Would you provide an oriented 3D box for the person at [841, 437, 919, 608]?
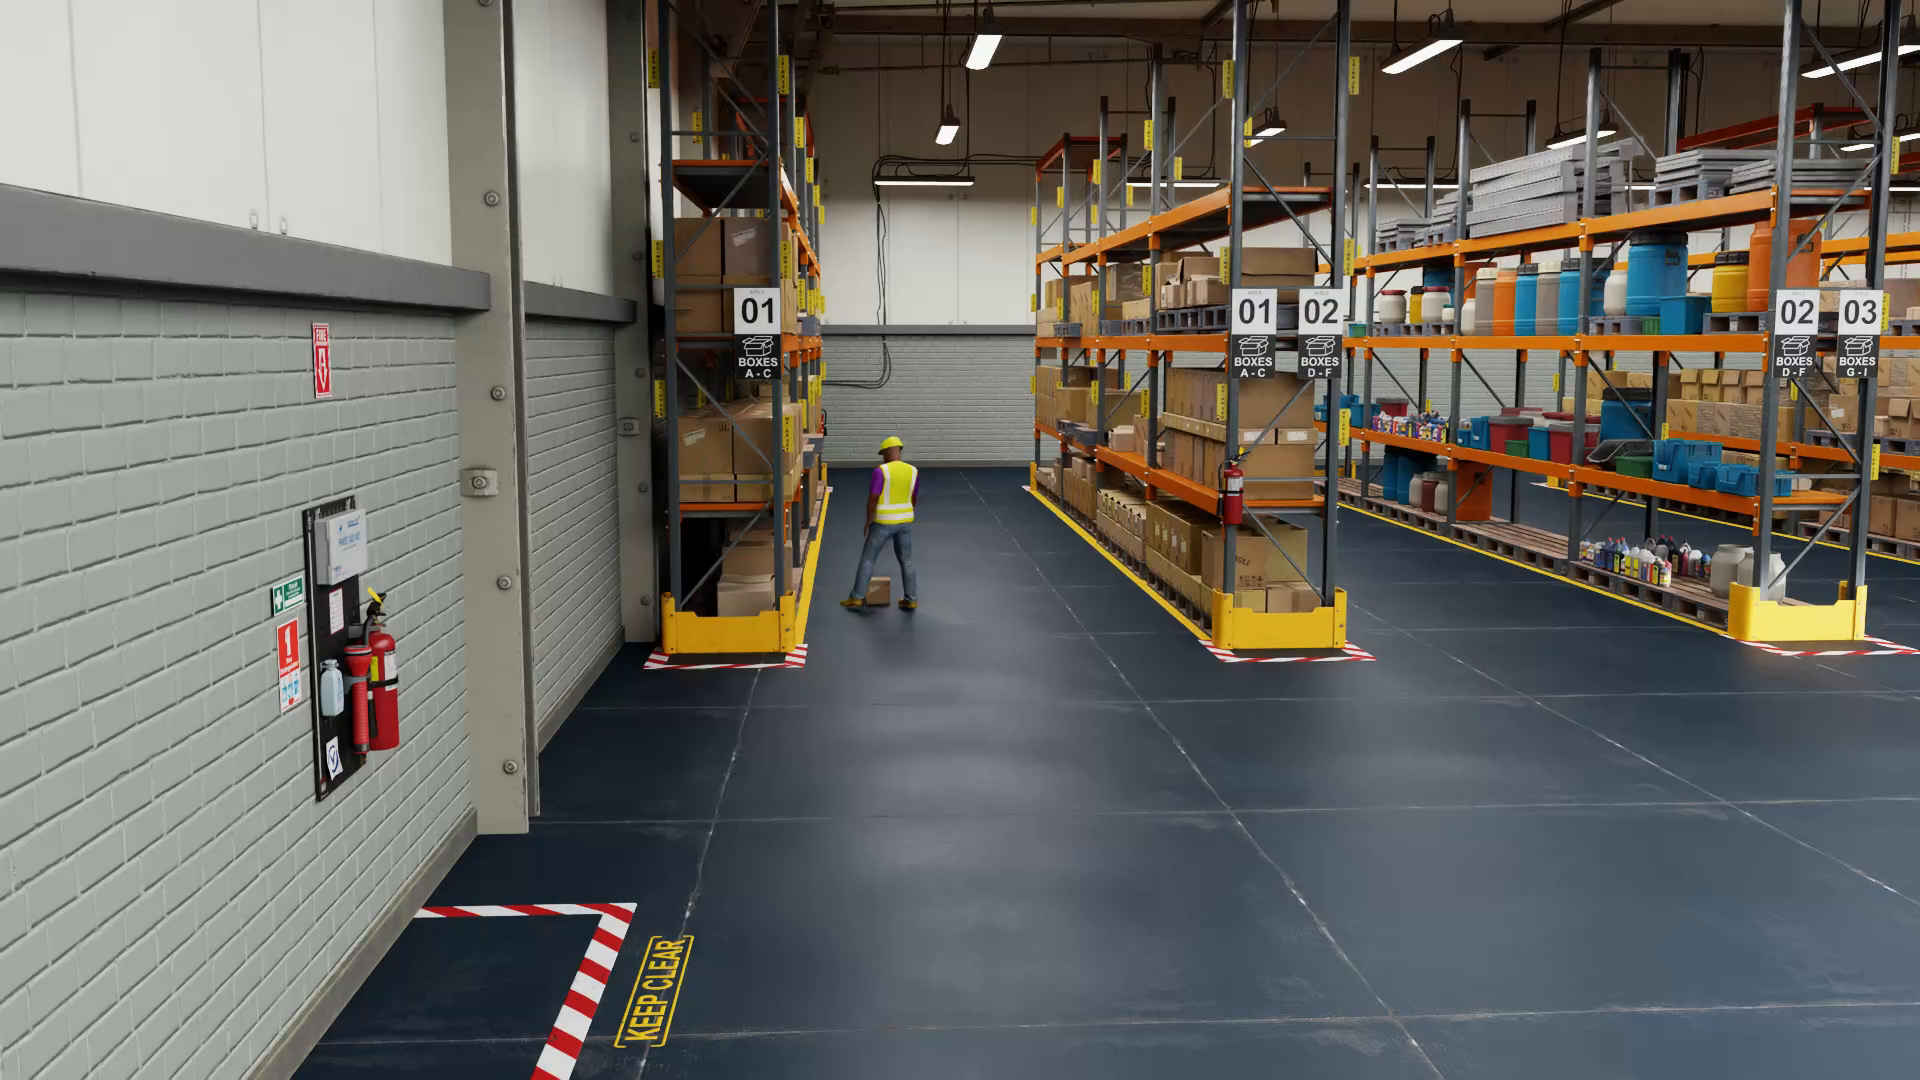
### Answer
[{"bbox_3d":[-0.804,-0.181,17.044,0.751,1.754,0.527,-4,8,-30],"label":"person"}]
